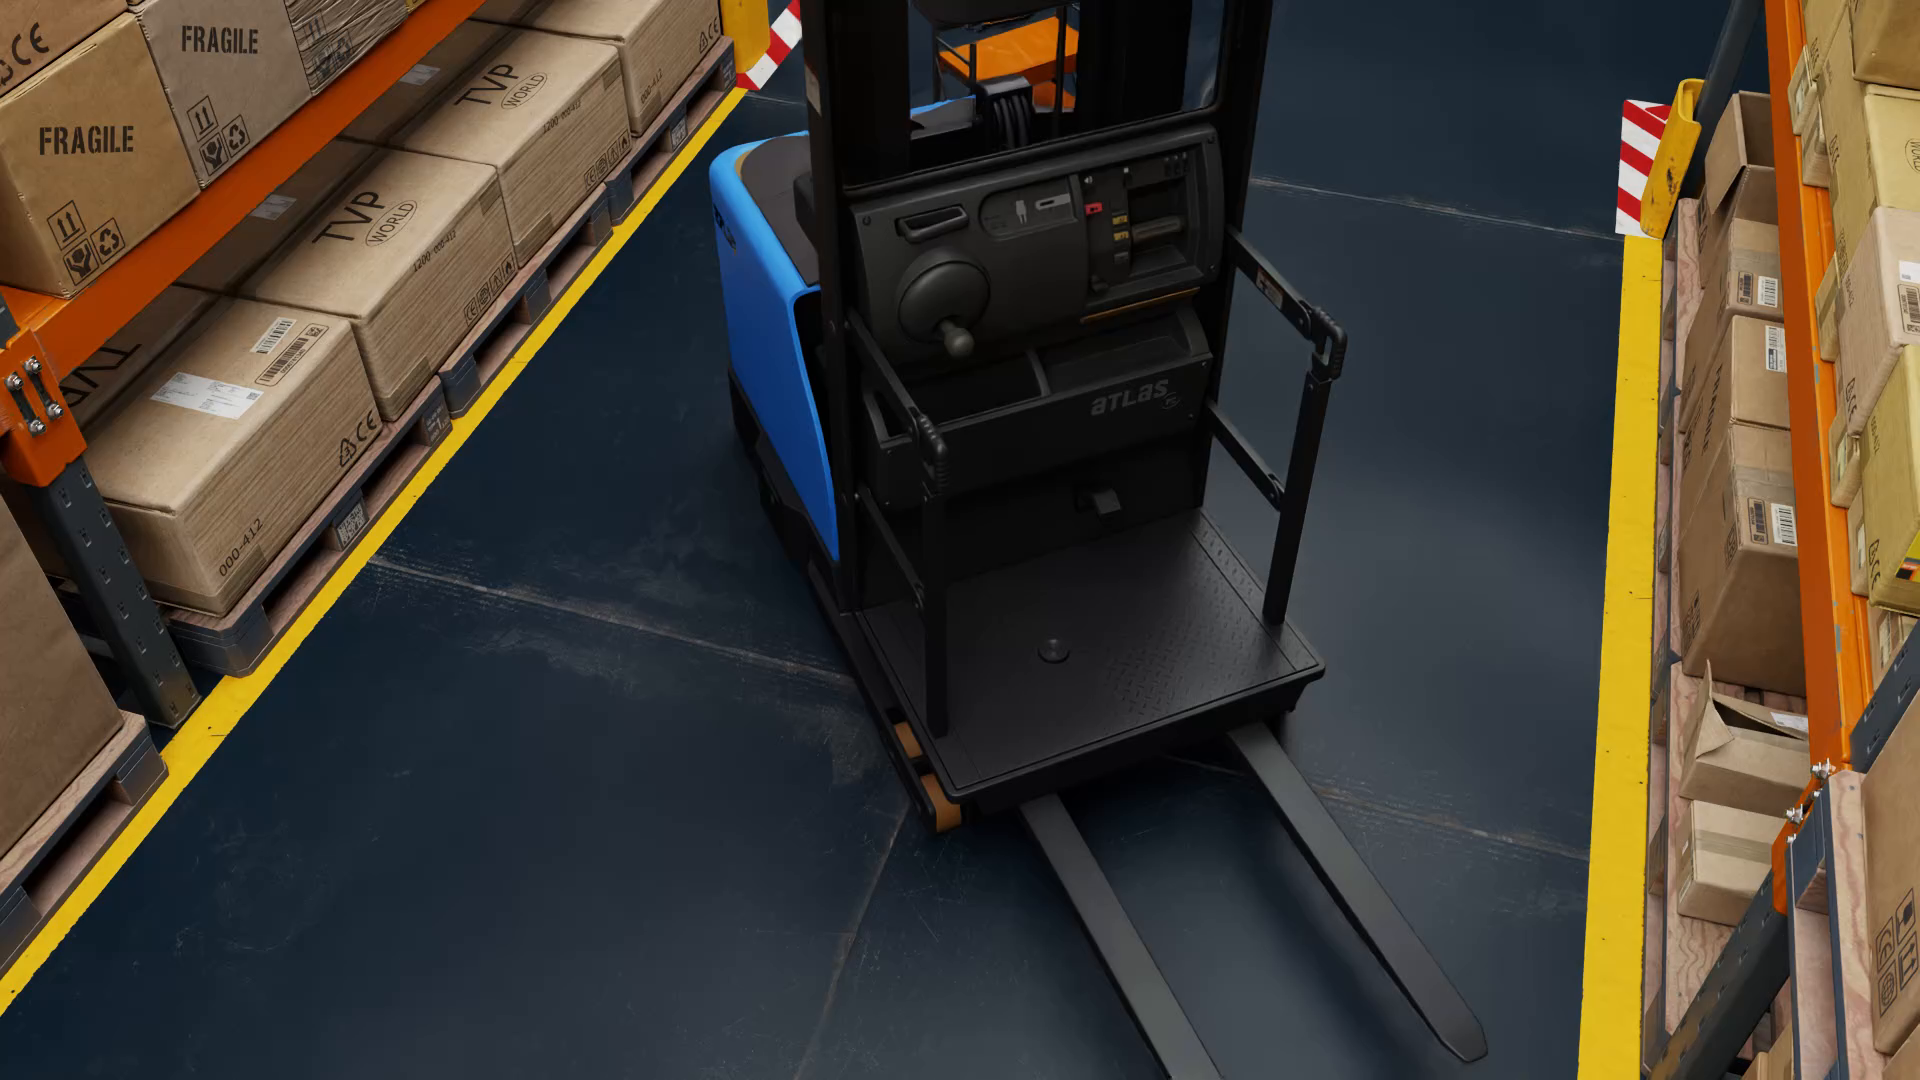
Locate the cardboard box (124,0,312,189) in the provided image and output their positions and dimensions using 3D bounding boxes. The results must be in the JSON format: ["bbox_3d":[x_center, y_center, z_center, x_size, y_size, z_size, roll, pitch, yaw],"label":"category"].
[{"bbox_3d":[-2.123,-1.305,4.367,0.500,0.500,0.500,13,46,13],"label":"cardboard box"}]

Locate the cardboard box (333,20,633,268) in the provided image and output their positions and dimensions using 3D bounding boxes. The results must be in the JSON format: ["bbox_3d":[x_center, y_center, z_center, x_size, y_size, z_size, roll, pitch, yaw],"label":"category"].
[{"bbox_3d":[-1.833,-1.505,6.175,0.875,0.438,0.875,14,46,14],"label":"cardboard box"}]

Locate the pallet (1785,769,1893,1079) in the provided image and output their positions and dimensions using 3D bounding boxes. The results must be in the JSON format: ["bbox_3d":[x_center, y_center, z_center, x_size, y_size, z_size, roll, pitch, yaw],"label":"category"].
[{"bbox_3d":[1.715,0.950,2.272,1.003,0.211,1.213,13,46,13],"label":"pallet"}]

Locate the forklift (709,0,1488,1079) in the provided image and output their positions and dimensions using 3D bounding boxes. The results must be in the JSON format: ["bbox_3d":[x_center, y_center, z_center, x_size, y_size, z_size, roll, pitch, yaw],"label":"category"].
[{"bbox_3d":[0.290,-0.612,3.780,1.130,2.935,3.031,-17,47,-16],"label":"forklift"}]

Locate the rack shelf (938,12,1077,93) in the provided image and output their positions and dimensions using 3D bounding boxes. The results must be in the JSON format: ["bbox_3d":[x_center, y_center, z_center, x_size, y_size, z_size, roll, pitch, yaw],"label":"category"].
[{"bbox_3d":[0.184,-1.537,5.401,0.480,0.148,0.258,-24,49,-23],"label":"rack shelf"}]

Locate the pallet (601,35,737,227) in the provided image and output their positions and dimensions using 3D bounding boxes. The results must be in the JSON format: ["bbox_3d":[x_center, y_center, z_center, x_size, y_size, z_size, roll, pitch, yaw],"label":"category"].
[{"bbox_3d":[-1.627,-1.797,6.936,1.003,0.211,1.213,13,46,13],"label":"pallet"}]

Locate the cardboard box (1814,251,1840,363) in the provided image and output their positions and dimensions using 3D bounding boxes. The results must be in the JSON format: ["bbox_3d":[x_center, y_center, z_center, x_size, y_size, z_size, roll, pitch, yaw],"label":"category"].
[{"bbox_3d":[2.187,-0.507,3.803,0.380,0.149,0.250,12,46,12],"label":"cardboard box"}]

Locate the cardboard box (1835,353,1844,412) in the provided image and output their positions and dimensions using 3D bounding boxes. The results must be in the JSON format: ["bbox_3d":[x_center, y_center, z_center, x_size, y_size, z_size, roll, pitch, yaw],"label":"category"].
[{"bbox_3d":[2.136,-0.330,3.623,0.380,0.149,0.250,14,46,14],"label":"cardboard box"}]

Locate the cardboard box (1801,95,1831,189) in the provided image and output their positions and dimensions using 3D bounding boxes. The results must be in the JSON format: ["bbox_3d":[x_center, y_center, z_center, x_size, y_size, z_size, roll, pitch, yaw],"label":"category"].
[{"bbox_3d":[2.414,-1.016,4.323,0.380,0.149,0.250,14,46,13],"label":"cardboard box"}]

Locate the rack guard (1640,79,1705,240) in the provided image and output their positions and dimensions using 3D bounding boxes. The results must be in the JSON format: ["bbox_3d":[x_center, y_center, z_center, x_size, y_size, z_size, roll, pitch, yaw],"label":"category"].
[{"bbox_3d":[3.250,-1.351,6.273,1.175,0.500,0.348,13,46,13],"label":"rack guard"}]

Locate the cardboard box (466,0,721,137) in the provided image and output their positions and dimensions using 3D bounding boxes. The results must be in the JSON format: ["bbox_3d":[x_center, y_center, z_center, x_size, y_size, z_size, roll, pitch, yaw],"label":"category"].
[{"bbox_3d":[-1.564,-2.117,6.800,0.875,0.438,0.875,11,45,11],"label":"cardboard box"}]

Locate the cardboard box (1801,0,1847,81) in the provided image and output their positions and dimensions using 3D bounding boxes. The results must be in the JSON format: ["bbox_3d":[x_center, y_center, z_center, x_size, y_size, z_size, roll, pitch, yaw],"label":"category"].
[{"bbox_3d":[2.576,-1.427,4.459,0.500,0.250,0.500,12,46,12],"label":"cardboard box"}]

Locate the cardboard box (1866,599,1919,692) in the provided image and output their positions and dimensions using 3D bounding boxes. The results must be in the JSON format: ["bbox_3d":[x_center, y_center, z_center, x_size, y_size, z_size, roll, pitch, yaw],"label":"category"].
[{"bbox_3d":[1.917,0.195,3.085,0.380,0.149,0.250,13,46,13],"label":"cardboard box"}]

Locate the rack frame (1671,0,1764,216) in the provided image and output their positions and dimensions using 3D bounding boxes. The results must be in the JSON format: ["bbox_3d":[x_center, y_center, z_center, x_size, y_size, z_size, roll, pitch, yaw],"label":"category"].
[{"bbox_3d":[3.273,-2.295,5.450,1.000,3.000,0.127,13,46,13],"label":"rack frame"}]

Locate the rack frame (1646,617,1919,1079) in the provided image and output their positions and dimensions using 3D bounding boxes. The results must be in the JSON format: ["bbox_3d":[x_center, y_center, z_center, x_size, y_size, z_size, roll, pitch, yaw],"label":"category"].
[{"bbox_3d":[2.058,0.371,2.726,0.949,2.616,0.053,13,46,13],"label":"rack frame"}]

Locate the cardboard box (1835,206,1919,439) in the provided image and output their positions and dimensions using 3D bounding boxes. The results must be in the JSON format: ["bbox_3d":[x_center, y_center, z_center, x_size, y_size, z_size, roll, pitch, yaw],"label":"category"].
[{"bbox_3d":[2.121,-0.409,3.418,0.500,0.250,0.500,13,46,13],"label":"cardboard box"}]

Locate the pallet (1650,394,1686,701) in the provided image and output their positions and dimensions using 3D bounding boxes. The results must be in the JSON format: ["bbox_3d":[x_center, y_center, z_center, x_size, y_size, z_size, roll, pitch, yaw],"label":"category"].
[{"bbox_3d":[2.638,0.095,5.002,1.003,0.211,1.213,13,46,13],"label":"pallet"}]

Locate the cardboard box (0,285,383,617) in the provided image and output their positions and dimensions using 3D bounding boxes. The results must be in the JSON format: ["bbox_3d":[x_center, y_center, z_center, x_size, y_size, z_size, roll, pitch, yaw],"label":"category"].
[{"bbox_3d":[-2.378,-0.307,4.951,0.875,0.438,0.875,12,46,12],"label":"cardboard box"}]

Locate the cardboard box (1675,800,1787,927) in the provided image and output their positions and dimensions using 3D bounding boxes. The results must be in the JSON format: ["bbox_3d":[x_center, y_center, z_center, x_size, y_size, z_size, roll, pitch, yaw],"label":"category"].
[{"bbox_3d":[1.950,0.807,4.019,0.380,0.149,0.250,11,45,11],"label":"cardboard box"}]

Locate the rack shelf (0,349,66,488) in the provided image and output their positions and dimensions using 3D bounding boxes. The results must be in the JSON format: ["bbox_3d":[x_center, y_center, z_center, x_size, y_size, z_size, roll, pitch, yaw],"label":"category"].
[{"bbox_3d":[-3.276,0.913,2.687,1.077,0.370,4.000,13,46,13],"label":"rack shelf"}]

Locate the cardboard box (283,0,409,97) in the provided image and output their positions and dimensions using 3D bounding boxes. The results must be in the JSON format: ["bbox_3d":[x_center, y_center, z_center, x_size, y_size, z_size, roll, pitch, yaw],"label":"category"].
[{"bbox_3d":[-1.966,-1.635,4.705,0.500,0.500,0.500,13,46,13],"label":"cardboard box"}]

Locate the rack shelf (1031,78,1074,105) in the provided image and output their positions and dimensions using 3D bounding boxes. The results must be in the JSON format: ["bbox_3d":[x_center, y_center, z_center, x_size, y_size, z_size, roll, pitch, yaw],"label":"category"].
[{"bbox_3d":[0.184,-1.368,5.566,0.480,0.148,0.258,-24,49,-23],"label":"rack shelf"}]

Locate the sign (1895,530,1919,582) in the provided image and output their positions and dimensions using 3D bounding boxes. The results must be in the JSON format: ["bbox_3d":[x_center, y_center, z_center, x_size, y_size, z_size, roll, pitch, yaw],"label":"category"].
[{"bbox_3d":[1.542,-0.048,2.535,0.100,0.325,0.005,13,46,13],"label":"sign"}]

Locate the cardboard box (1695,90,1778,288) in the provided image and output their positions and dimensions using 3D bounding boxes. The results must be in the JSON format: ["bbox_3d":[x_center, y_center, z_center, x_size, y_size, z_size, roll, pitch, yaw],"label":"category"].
[{"bbox_3d":[2.997,-1.165,5.780,0.797,0.503,0.637,11,45,11],"label":"cardboard box"}]

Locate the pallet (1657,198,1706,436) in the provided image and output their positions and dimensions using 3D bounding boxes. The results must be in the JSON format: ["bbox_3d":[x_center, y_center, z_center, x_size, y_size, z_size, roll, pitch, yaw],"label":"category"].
[{"bbox_3d":[3.009,-0.716,5.831,1.003,0.211,1.213,13,46,13],"label":"pallet"}]

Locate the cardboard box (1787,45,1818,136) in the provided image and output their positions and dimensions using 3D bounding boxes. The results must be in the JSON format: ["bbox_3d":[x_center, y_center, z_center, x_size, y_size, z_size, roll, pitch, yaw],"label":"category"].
[{"bbox_3d":[2.474,-1.196,4.507,0.380,0.149,0.250,11,46,11],"label":"cardboard box"}]

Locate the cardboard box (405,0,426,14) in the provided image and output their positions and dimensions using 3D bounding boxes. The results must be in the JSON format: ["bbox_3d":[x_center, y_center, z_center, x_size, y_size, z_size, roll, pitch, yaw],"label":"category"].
[{"bbox_3d":[-1.810,-1.978,5.056,0.500,0.500,0.500,14,46,14],"label":"cardboard box"}]

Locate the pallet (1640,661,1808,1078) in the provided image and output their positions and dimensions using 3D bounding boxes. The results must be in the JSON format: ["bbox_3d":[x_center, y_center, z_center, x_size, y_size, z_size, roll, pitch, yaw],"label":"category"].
[{"bbox_3d":[2.270,0.911,4.169,1.003,0.211,1.213,13,46,13],"label":"pallet"}]

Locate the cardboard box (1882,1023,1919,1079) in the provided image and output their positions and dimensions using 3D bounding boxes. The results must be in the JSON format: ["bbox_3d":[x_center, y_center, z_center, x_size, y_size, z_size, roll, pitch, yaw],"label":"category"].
[{"bbox_3d":[1.545,0.806,1.910,0.700,0.500,0.500,13,46,13],"label":"cardboard box"}]

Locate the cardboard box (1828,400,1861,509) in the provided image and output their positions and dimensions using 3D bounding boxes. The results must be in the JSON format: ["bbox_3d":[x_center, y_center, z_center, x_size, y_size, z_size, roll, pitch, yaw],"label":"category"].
[{"bbox_3d":[2.031,-0.161,3.450,0.380,0.149,0.250,14,46,14],"label":"cardboard box"}]

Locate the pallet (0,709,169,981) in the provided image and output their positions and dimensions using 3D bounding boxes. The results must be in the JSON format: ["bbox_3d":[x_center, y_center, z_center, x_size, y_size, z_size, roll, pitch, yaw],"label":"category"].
[{"bbox_3d":[-2.832,0.850,4.231,1.003,0.211,1.213,13,46,13],"label":"pallet"}]

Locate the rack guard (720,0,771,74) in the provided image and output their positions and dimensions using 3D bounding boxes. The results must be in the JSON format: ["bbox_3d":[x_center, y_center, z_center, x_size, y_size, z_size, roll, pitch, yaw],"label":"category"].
[{"bbox_3d":[-1.452,-2.466,7.413,1.175,0.500,0.348,13,46,13],"label":"rack guard"}]

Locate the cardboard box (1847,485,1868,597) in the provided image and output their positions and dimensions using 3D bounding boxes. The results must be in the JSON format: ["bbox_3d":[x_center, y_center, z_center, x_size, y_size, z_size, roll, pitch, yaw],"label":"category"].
[{"bbox_3d":[1.975,0.017,3.267,0.380,0.149,0.250,14,46,14],"label":"cardboard box"}]

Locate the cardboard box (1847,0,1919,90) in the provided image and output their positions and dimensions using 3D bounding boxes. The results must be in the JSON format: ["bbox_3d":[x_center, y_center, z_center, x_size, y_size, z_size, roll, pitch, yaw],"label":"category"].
[{"bbox_3d":[2.424,-1.370,3.864,0.500,0.500,0.500,14,46,14],"label":"cardboard box"}]

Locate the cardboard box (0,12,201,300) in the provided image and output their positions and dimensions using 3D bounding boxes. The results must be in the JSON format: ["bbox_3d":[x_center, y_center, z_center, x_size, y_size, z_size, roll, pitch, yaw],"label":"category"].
[{"bbox_3d":[-2.279,-0.970,4.026,0.500,0.500,0.500,14,46,14],"label":"cardboard box"}]

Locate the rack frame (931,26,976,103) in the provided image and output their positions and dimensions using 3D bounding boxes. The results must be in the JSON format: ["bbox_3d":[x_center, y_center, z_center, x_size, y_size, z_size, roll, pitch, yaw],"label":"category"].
[{"bbox_3d":[-0.022,-1.164,5.581,0.015,1.200,0.240,-24,49,-23],"label":"rack frame"}]

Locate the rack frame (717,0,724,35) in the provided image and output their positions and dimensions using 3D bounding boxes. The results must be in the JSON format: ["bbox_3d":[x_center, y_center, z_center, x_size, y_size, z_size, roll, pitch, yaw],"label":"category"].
[{"bbox_3d":[-1.459,-3.344,6.522,1.000,3.000,0.127,13,46,13],"label":"rack frame"}]

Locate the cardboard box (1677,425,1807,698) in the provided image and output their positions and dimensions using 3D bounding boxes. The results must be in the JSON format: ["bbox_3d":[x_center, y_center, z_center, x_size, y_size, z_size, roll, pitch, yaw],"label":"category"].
[{"bbox_3d":[2.387,0.090,4.501,0.700,0.500,0.500,11,45,11],"label":"cardboard box"}]

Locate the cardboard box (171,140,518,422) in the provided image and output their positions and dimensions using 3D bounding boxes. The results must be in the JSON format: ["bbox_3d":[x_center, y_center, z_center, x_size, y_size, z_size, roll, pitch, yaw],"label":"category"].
[{"bbox_3d":[-2.108,-0.904,5.561,0.875,0.438,0.875,11,45,11],"label":"cardboard box"}]

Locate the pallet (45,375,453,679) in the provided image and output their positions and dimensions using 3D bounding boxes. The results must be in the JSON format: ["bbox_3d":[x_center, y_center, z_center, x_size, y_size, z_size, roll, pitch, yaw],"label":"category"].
[{"bbox_3d":[-2.366,-0.171,5.274,1.003,0.211,1.213,13,46,13],"label":"pallet"}]

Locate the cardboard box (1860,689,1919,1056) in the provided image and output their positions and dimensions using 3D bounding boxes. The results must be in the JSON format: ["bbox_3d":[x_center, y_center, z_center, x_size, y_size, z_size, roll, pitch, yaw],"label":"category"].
[{"bbox_3d":[1.702,0.461,2.263,0.700,0.500,0.500,14,46,14],"label":"cardboard box"}]

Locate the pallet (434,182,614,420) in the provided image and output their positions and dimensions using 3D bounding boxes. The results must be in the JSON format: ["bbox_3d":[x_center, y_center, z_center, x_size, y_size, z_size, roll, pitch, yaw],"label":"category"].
[{"bbox_3d":[-1.998,-0.987,6.108,1.003,0.211,1.213,13,46,12],"label":"pallet"}]

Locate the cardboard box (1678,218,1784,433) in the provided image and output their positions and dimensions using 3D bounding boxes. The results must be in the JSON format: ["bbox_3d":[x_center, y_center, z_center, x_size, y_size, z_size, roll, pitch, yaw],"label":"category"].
[{"bbox_3d":[2.701,-0.602,5.208,0.700,0.500,0.500,14,46,14],"label":"cardboard box"}]

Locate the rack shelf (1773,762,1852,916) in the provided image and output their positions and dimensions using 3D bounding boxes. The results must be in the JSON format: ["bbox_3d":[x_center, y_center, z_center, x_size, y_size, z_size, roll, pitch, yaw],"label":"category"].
[{"bbox_3d":[1.456,1.962,1.615,1.077,0.370,4.000,13,46,13],"label":"rack shelf"}]

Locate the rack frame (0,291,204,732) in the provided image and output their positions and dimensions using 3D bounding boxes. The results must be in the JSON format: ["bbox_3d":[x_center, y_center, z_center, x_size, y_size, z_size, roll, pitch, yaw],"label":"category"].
[{"bbox_3d":[-2.671,-0.677,3.798,1.000,3.000,0.127,13,46,13],"label":"rack frame"}]

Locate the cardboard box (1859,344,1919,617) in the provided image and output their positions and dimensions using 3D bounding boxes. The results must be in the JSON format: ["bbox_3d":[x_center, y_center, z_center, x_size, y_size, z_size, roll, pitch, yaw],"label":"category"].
[{"bbox_3d":[1.983,-0.072,3.074,0.500,0.250,0.500,14,46,14],"label":"cardboard box"}]

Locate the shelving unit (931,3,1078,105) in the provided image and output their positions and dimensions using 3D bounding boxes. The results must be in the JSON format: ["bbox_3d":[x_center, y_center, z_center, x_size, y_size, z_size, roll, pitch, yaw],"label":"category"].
[{"bbox_3d":[0.184,-1.256,5.676,0.503,1.200,0.258,-24,49,-23],"label":"shelving unit"}]

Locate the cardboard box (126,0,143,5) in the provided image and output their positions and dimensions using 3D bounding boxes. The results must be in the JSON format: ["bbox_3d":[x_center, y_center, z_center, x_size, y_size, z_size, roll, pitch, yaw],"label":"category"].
[{"bbox_3d":[-2.137,-1.672,4.027,0.500,0.500,0.500,12,46,12],"label":"cardboard box"}]

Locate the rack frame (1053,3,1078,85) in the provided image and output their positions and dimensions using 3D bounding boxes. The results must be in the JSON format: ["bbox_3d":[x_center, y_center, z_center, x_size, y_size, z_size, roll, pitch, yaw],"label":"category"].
[{"bbox_3d":[0.389,-1.348,5.770,0.015,1.200,0.240,-24,49,-23],"label":"rack frame"}]

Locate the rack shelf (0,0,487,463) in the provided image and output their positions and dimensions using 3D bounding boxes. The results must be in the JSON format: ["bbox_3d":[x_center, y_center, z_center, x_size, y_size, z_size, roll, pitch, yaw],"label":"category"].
[{"bbox_3d":[-2.065,-1.753,5.411,1.077,0.370,4.000,13,46,13],"label":"rack shelf"}]

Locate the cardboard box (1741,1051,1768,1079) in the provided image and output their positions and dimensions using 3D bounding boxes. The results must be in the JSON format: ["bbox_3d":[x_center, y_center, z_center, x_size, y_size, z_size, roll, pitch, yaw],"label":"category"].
[{"bbox_3d":[1.700,1.390,3.172,0.500,0.500,0.500,14,46,14],"label":"cardboard box"}]

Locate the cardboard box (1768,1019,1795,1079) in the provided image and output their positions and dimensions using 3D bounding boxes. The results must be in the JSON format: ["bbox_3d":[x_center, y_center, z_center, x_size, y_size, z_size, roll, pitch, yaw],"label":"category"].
[{"bbox_3d":[1.699,1.066,3.039,0.380,0.149,0.250,15,46,14],"label":"cardboard box"}]

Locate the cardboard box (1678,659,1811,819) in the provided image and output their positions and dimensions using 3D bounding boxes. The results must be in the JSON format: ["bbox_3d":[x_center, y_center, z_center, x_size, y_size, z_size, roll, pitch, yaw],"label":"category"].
[{"bbox_3d":[2.058,0.527,4.221,0.396,0.266,0.258,14,46,14],"label":"cardboard box"}]

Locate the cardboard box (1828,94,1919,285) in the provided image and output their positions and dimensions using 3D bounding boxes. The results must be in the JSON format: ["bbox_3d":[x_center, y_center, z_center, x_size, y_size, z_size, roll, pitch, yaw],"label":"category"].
[{"bbox_3d":[2.284,-0.739,3.755,0.500,0.250,0.500,12,46,12],"label":"cardboard box"}]

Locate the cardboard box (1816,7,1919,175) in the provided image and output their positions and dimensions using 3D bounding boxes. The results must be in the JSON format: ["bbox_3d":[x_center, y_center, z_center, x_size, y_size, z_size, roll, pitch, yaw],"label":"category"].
[{"bbox_3d":[2.441,-1.082,4.106,0.500,0.250,0.500,11,46,11],"label":"cardboard box"}]

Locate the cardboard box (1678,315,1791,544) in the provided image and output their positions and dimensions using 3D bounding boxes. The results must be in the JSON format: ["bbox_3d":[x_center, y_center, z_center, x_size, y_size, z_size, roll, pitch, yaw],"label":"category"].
[{"bbox_3d":[2.446,-0.271,4.869,0.500,0.500,0.500,13,46,13],"label":"cardboard box"}]

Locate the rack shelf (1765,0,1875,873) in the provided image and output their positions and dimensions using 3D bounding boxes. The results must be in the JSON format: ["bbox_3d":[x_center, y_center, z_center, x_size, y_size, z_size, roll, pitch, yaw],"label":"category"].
[{"bbox_3d":[2.667,-0.705,4.340,1.077,0.370,4.000,13,46,13],"label":"rack shelf"}]

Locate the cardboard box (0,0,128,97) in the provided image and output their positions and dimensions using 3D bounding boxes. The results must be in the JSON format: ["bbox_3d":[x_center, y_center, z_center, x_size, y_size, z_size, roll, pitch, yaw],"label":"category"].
[{"bbox_3d":[-2.296,-1.337,3.685,0.500,0.500,0.500,13,46,13],"label":"cardboard box"}]

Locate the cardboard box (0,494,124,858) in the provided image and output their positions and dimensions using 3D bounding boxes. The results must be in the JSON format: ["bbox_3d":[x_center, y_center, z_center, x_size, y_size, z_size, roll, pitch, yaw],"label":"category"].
[{"bbox_3d":[-2.782,0.362,3.954,0.875,0.875,0.875,14,46,14],"label":"cardboard box"}]
